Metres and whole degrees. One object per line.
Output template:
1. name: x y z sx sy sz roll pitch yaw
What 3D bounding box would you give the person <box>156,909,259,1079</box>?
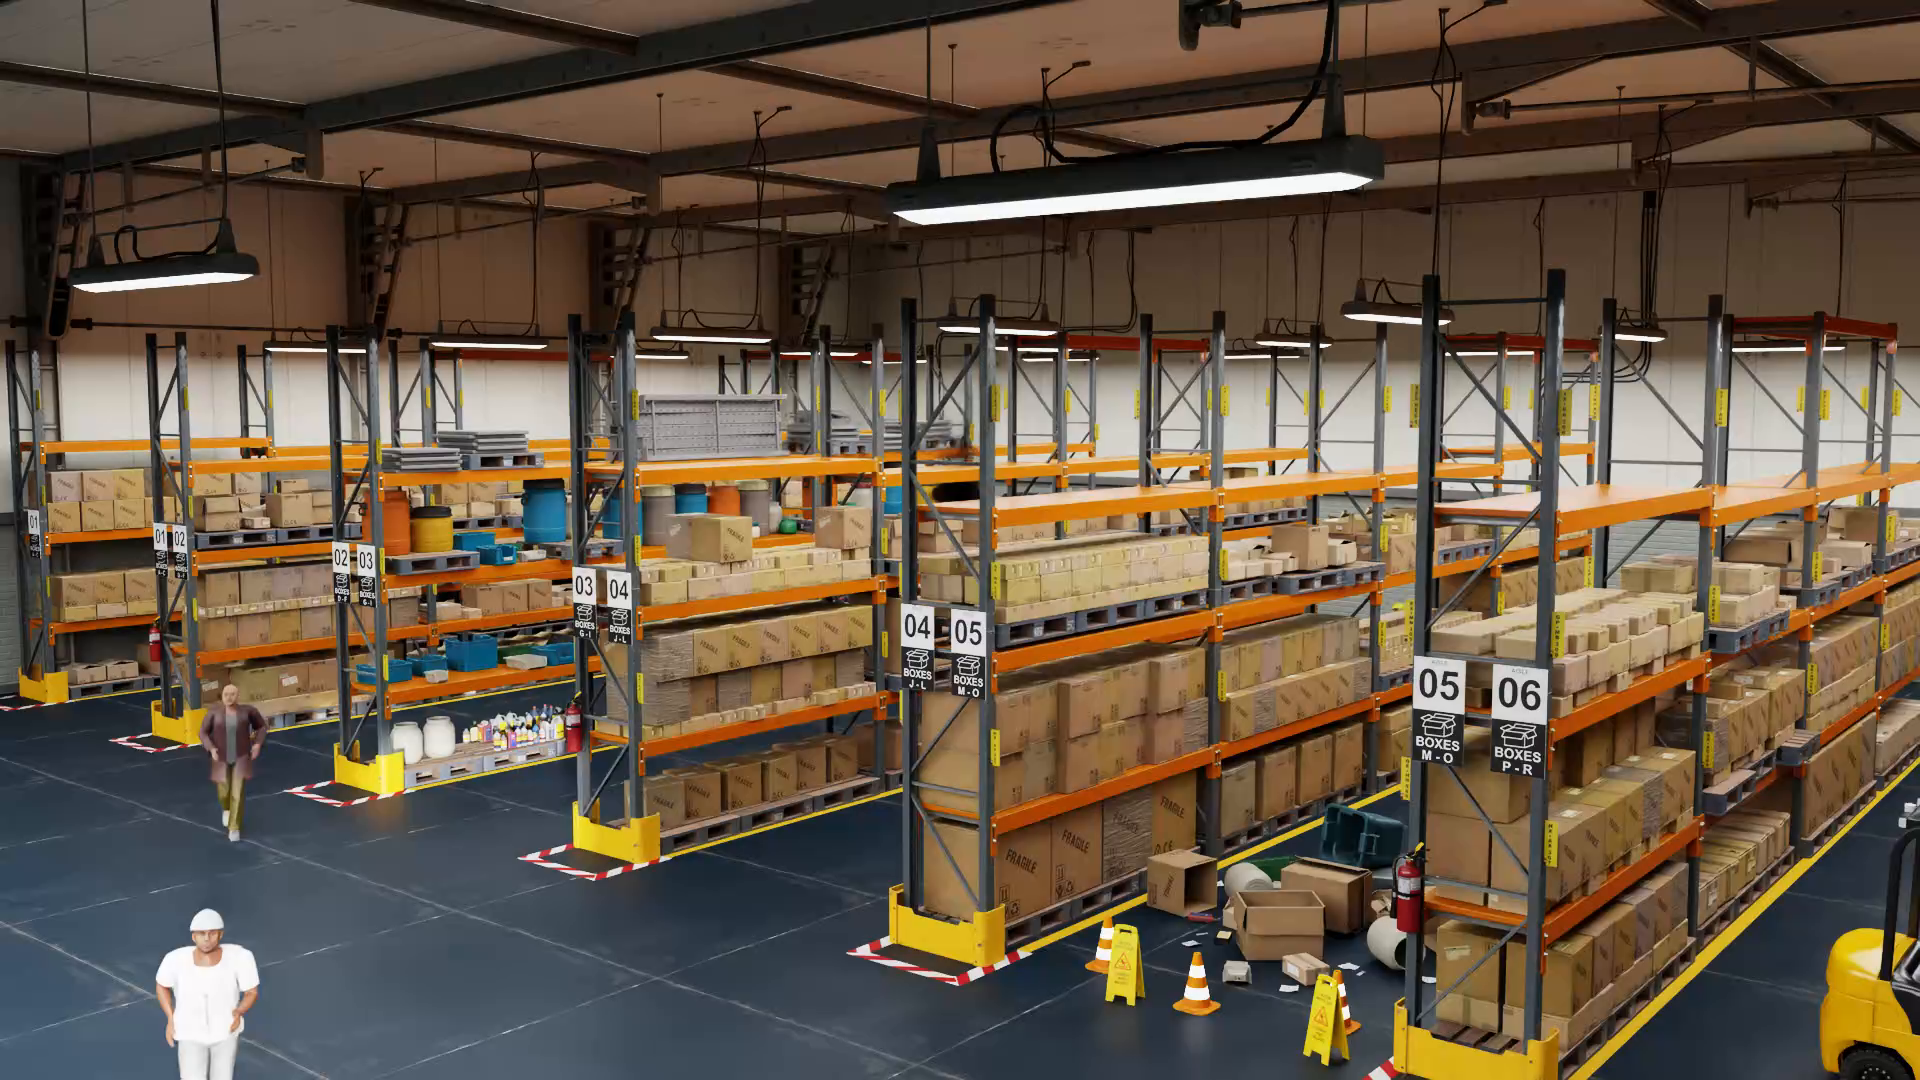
1. person: -5.000 3.267 11.096 0.619 1.648 0.715 -3 6 -28

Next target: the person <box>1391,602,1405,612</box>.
1. person: 7.077 1.881 26.955 0.701 1.755 0.820 3 6 33

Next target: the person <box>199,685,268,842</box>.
1. person: -8.438 2.558 19.321 0.738 1.771 0.752 -2 5 -18

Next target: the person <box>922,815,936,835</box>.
1. person: -0.201 2.782 17.893 0.538 1.549 0.608 3 6 30

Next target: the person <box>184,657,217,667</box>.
1. person: -12.089 1.906 26.596 0.661 1.731 0.626 3 6 28
